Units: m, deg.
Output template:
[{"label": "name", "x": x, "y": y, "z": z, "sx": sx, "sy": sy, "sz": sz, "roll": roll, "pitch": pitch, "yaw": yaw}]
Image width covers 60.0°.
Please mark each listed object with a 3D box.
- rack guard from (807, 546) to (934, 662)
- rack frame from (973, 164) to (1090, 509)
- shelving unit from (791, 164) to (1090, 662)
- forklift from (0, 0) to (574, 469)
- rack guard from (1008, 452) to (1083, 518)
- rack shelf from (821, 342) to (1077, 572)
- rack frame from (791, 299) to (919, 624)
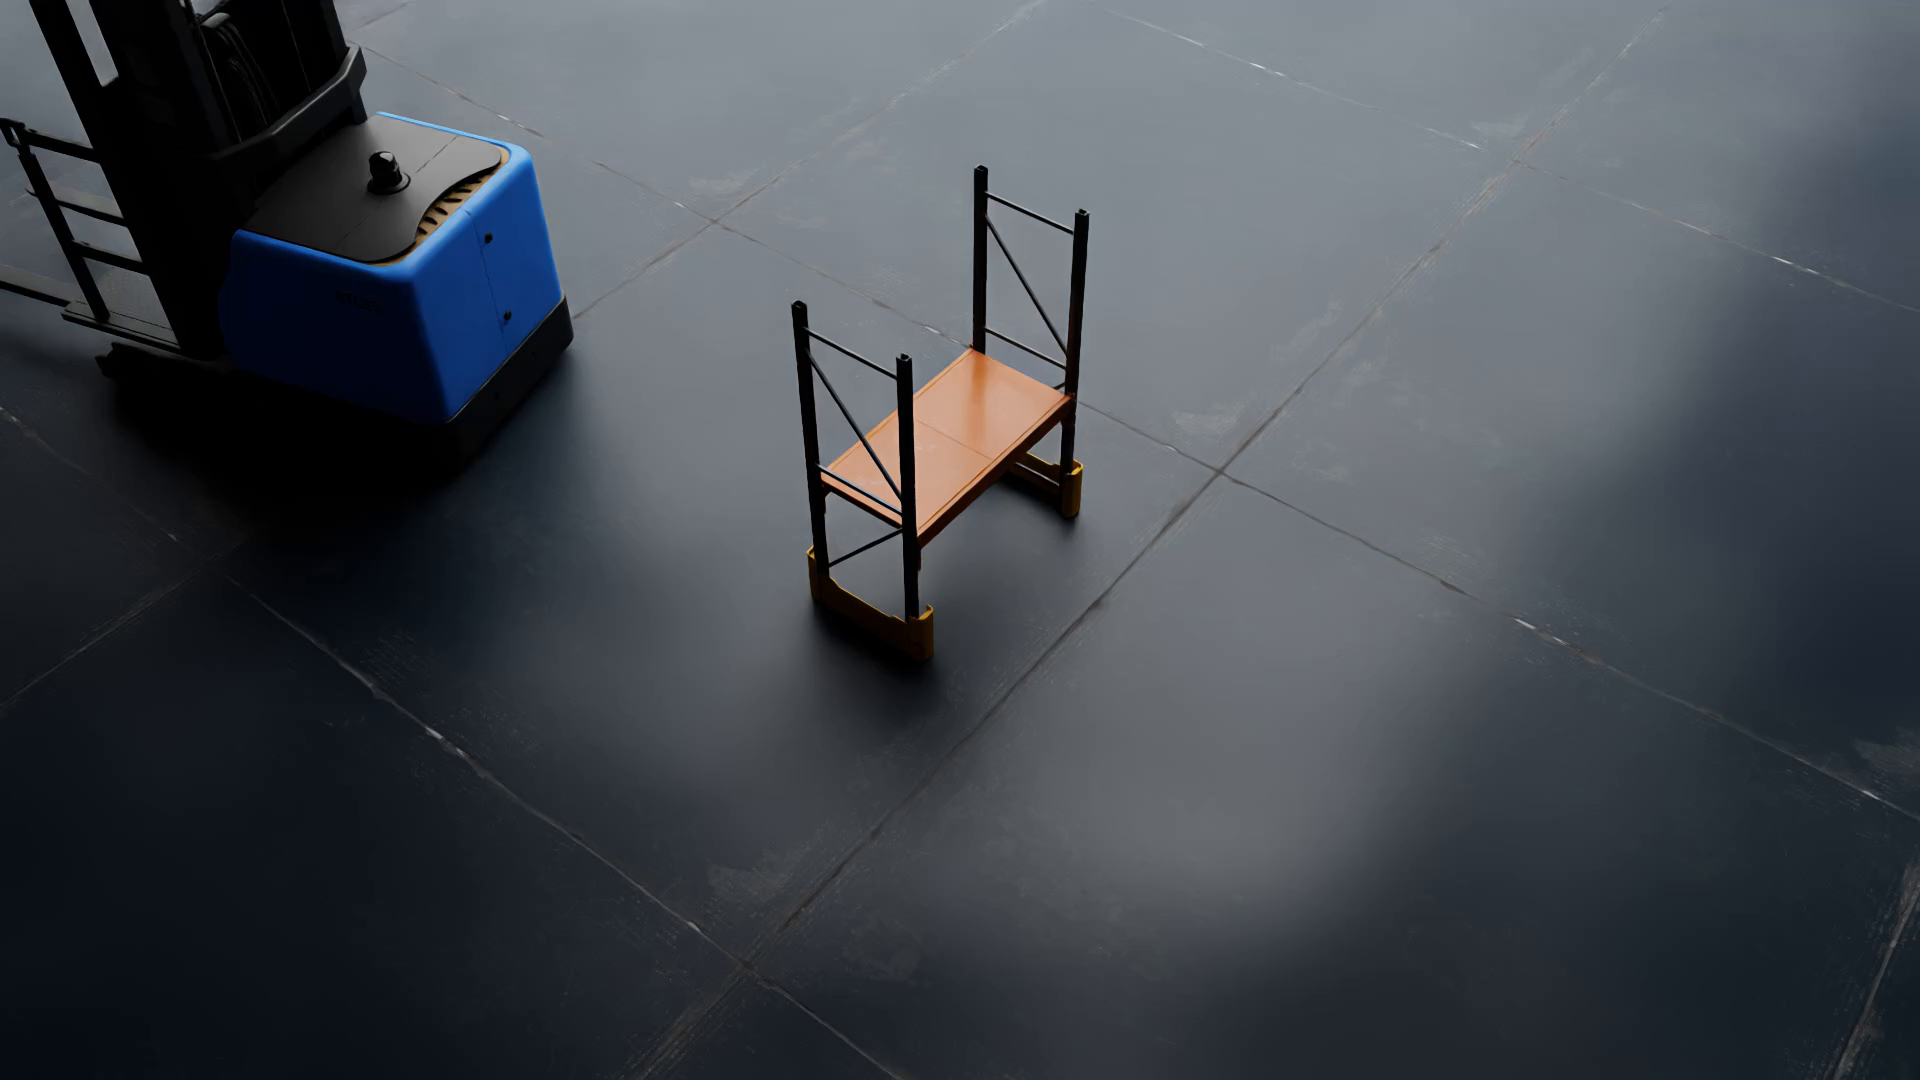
[{"label": "rack guard", "x": -0.351, "y": 0.242, "z": 6.510, "sx": 0.587, "sy": 0.250, "sz": 0.087, "roll": 29, "pitch": 53, "yaw": 25}, {"label": "rack frame", "x": 0.259, "y": -0.760, "z": 6.604, "sx": 0.500, "sy": 1.500, "sz": 0.032, "roll": 29, "pitch": 53, "yaw": 25}, {"label": "shelving unit", "x": -0.047, "y": -0.474, "z": 6.331, "sx": 0.587, "sy": 1.500, "sz": 1.083, "roll": 29, "pitch": 53, "yaw": 25}, {"label": "forklift", "x": -3.359, "y": -2.008, "z": 6.806, "sx": 3.031, "sy": 2.935, "sz": 1.130, "roll": 17, "pitch": 49, "yaw": 15}, {"label": "rack guard", "x": 0.258, "y": -0.328, "z": 7.055, "sx": 0.587, "sy": 0.250, "sz": 0.087, "roll": 29, "pitch": 53, "yaw": 25}, {"label": "rack shelf", "x": -0.052, "y": -0.345, "z": 6.456, "sx": 0.538, "sy": 0.185, "sz": 1.000, "roll": 29, "pitch": 53, "yaw": 25}, {"label": "rack frame", "x": -0.363, "y": -0.178, "z": 6.048, "sx": 0.500, "sy": 1.500, "sz": 0.032, "roll": 29, "pitch": 53, "yaw": 25}]
